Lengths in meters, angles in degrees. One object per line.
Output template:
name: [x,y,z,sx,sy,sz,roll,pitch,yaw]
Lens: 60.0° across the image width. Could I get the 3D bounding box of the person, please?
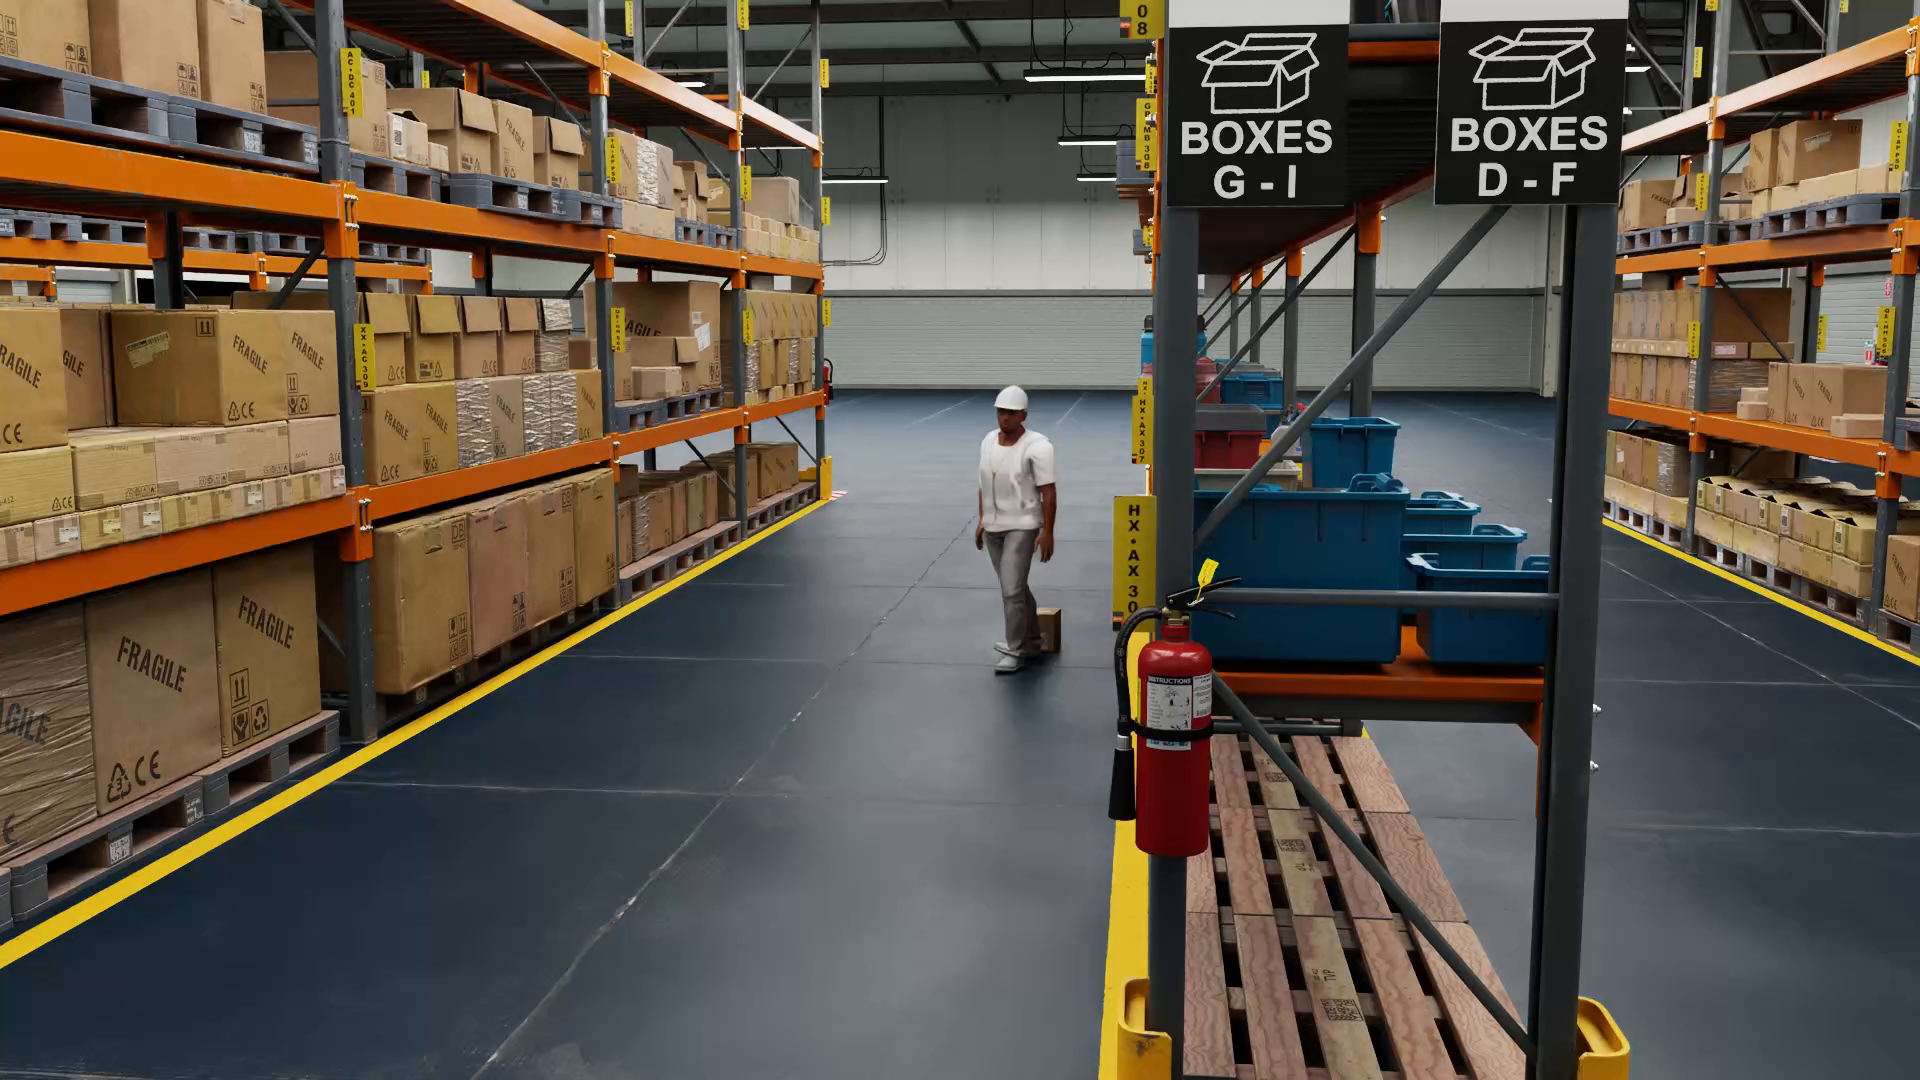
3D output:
person: [0.356,-0.082,10.333,0.567,1.756,0.597,-7,10,-42]
